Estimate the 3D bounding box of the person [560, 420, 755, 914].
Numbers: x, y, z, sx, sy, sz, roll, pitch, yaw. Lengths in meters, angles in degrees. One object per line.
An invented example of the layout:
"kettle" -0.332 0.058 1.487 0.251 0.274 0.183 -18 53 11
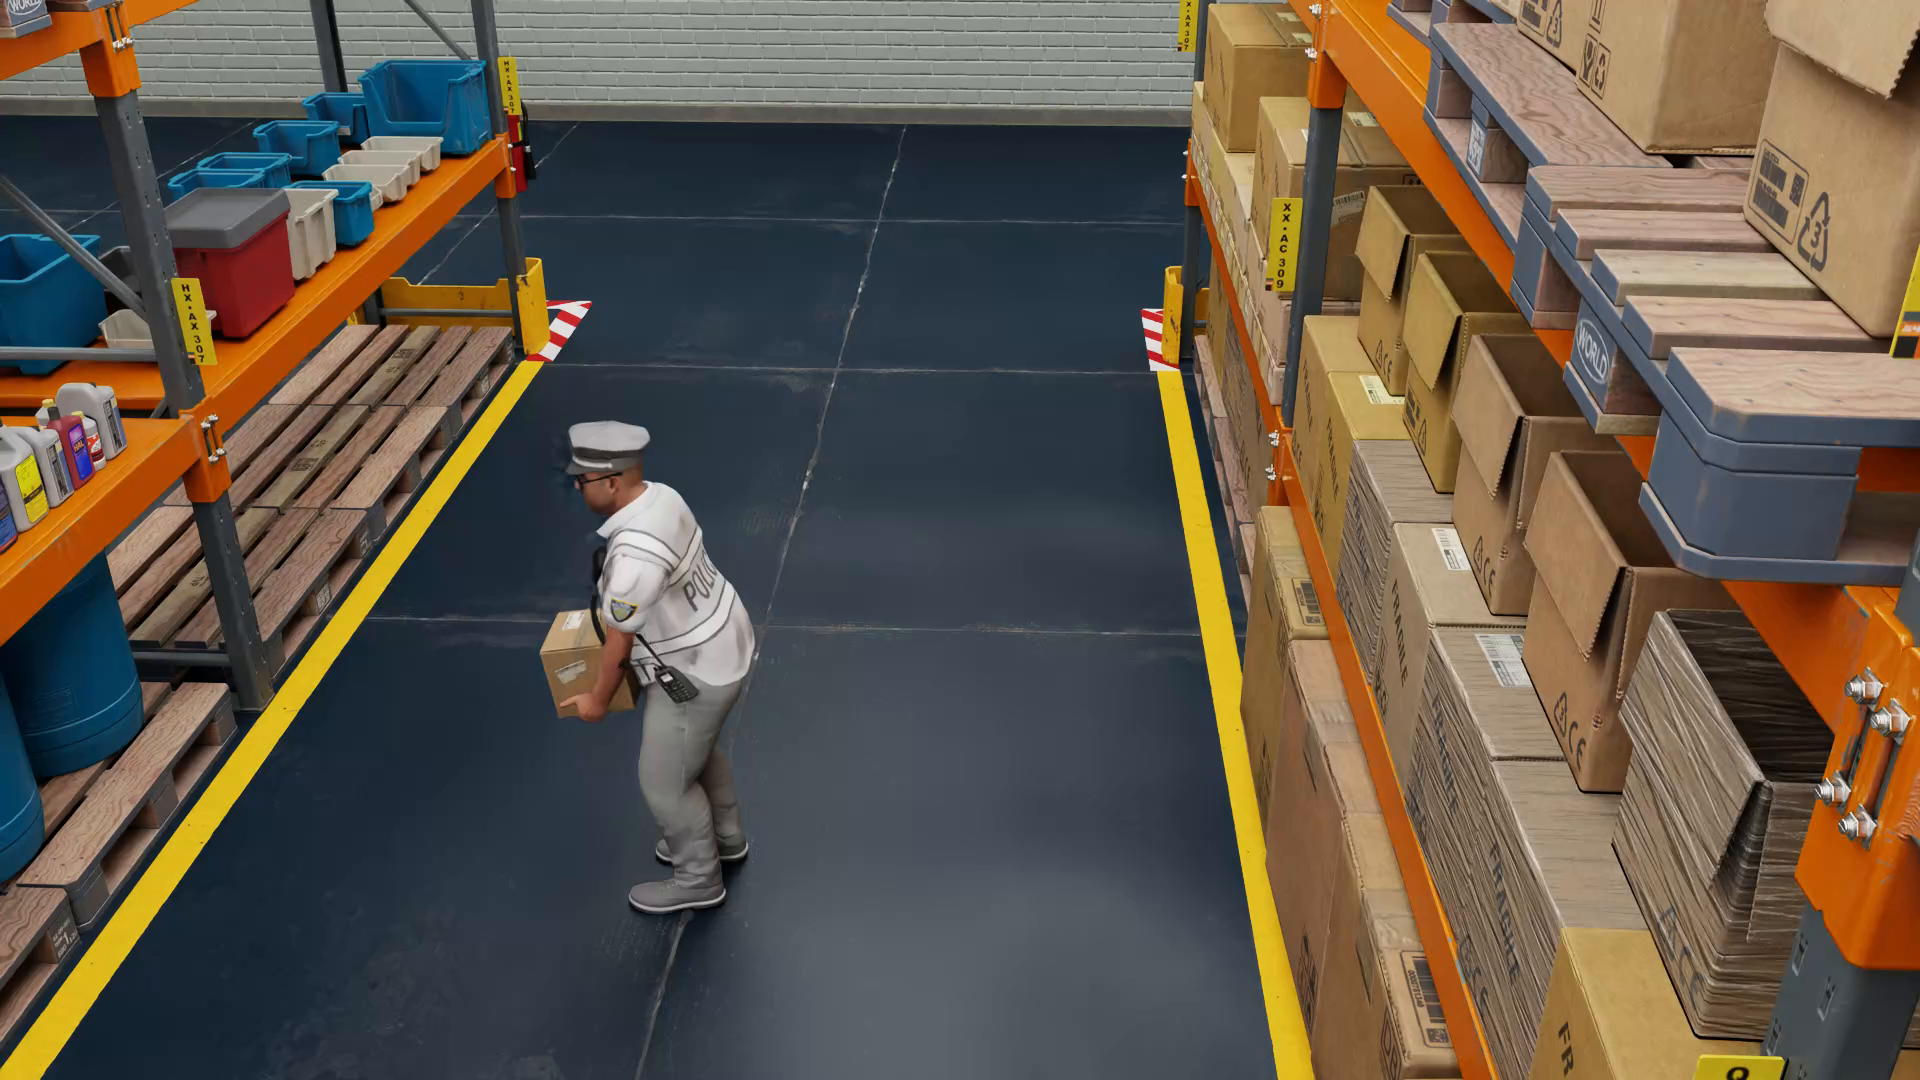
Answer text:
"person" -0.966 0.426 5.346 0.604 1.722 0.478 0 28 1
